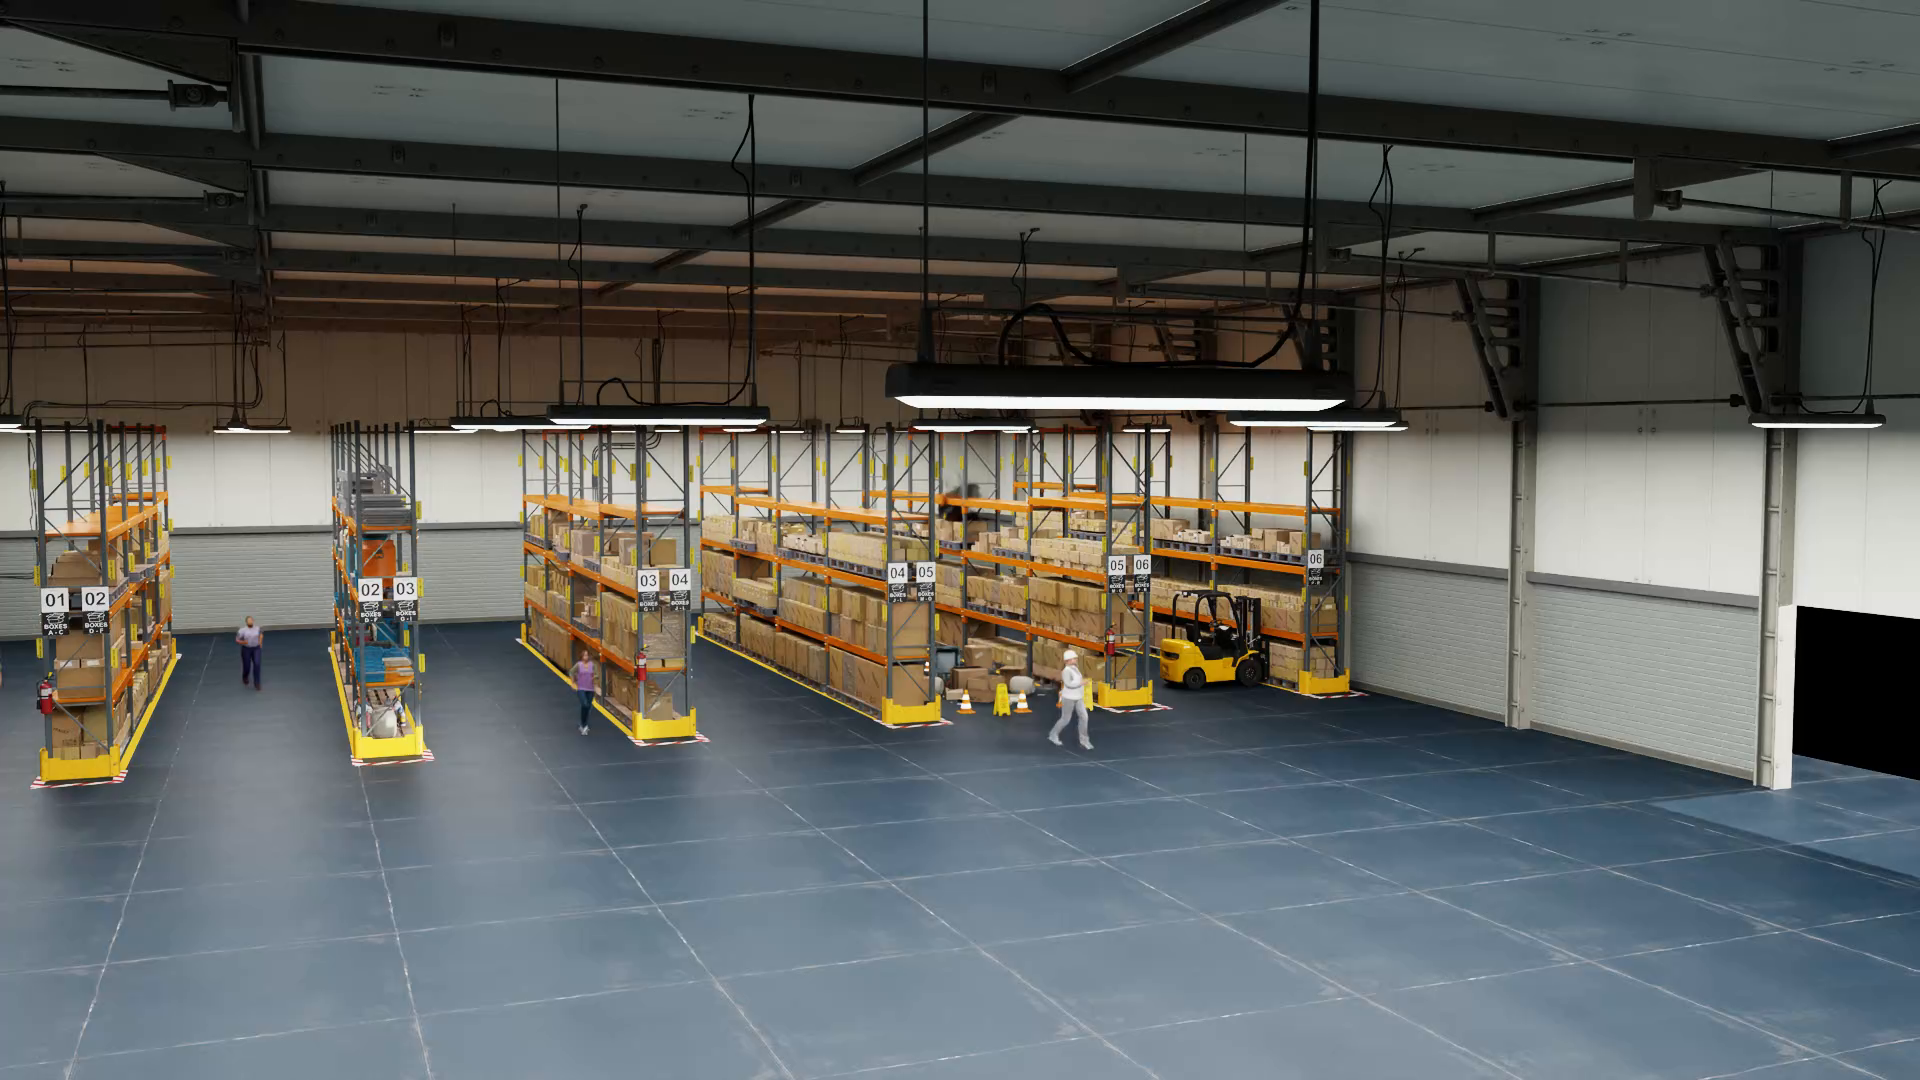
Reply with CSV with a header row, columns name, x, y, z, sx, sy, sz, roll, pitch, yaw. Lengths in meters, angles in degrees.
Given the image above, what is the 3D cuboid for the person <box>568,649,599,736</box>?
name,x,y,z,sx,sy,sz,roll,pitch,yaw
person,-7.210,2.923,31.978,0.503,1.644,0.710,-2,4,-33

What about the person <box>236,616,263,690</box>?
name,x,y,z,sx,sy,sz,roll,pitch,yaw
person,-16.040,2.538,37.602,0.606,1.646,0.925,-2,4,-35

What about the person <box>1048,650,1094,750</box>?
name,x,y,z,sx,sy,sz,roll,pitch,yaw
person,2.040,2.922,30.440,0.845,1.817,0.636,2,4,29
